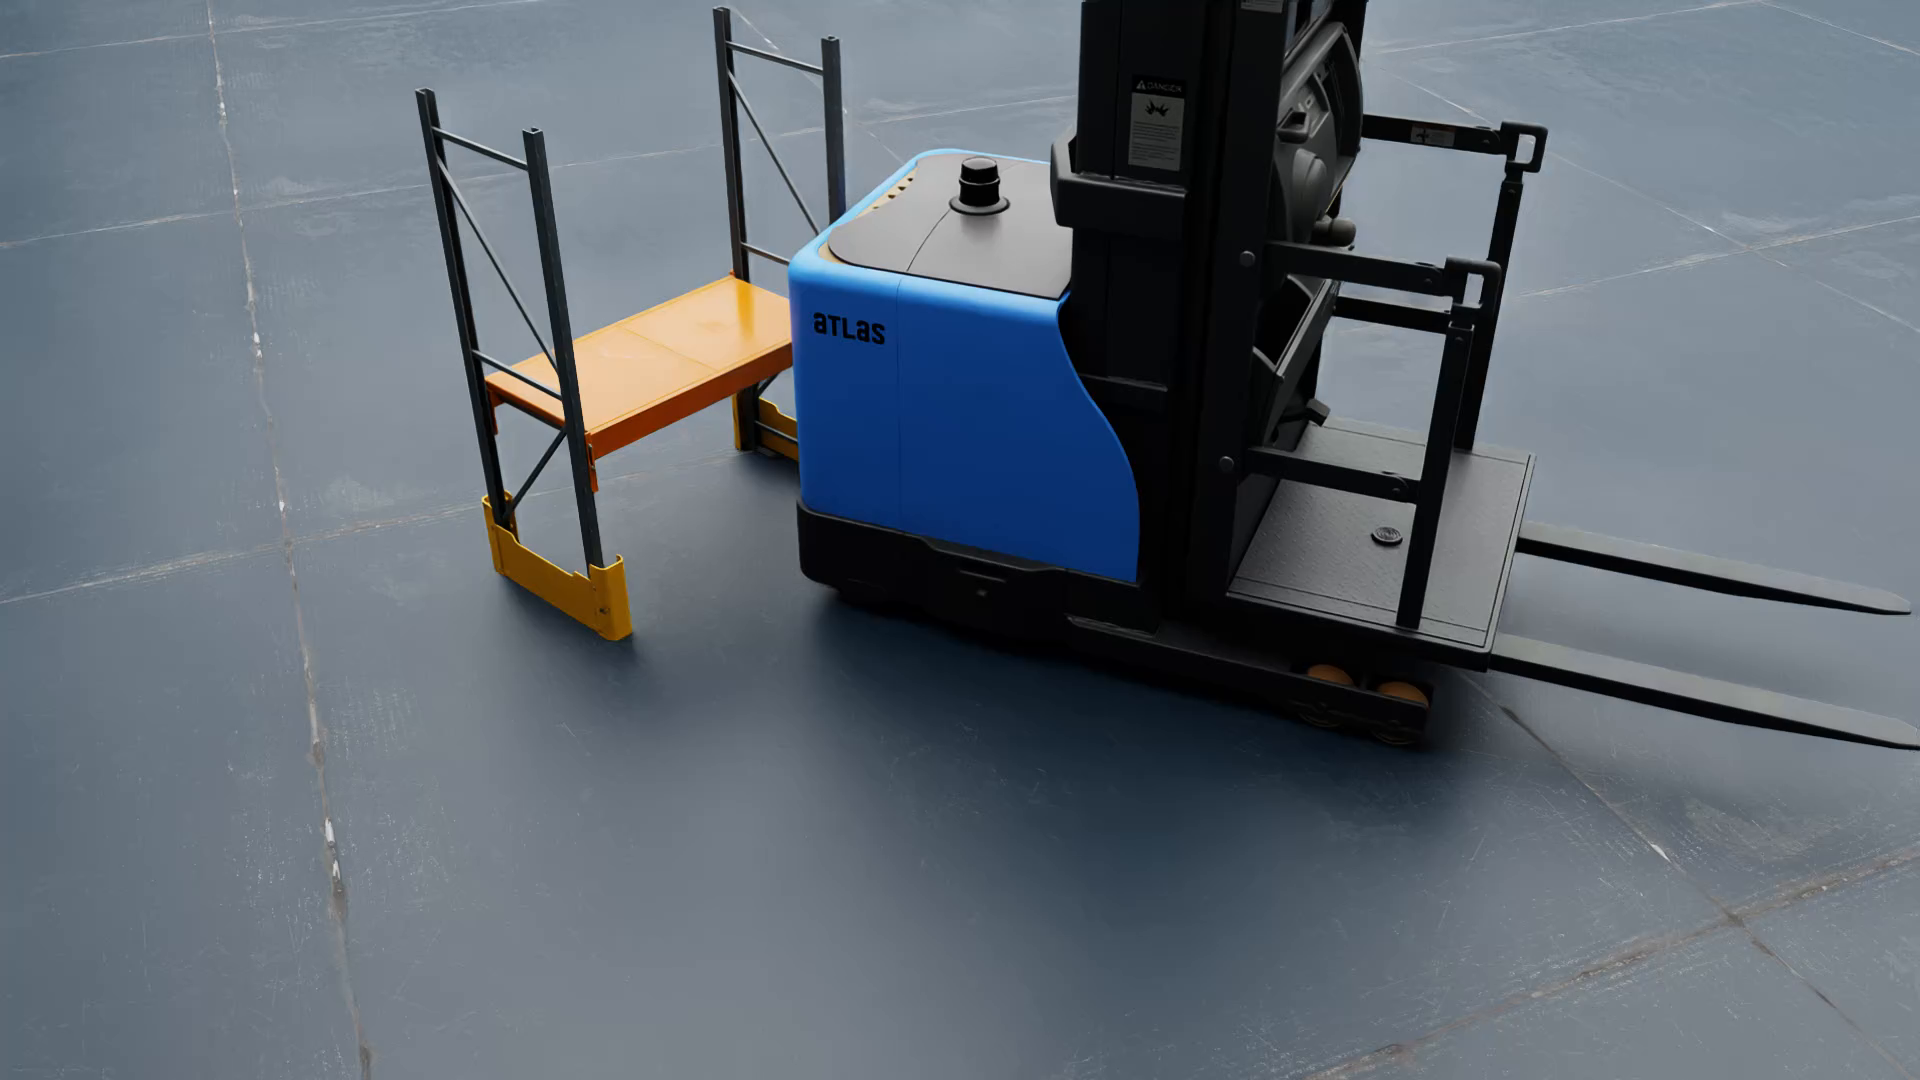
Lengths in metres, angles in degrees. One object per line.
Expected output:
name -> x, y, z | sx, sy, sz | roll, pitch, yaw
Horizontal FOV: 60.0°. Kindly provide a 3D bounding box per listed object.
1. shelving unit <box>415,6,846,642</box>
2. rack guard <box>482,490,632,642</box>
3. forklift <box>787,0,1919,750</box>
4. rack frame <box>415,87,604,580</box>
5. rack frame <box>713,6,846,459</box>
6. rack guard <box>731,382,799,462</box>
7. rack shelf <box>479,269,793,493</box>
shelving unit -> -0.865, -0.657, 4.885 | 0.587, 1.500, 1.083 | 26, 41, 34
rack guard -> -1.193, 0.070, 4.912 | 0.587, 0.250, 0.087 | 26, 41, 34
forklift -> 1.088, -1.015, 4.122 | 3.031, 2.935, 1.130 | 13, 35, 18
rack frame -> -1.206, -0.445, 4.559 | 0.500, 1.500, 0.032 | 26, 41, 34
rack frame -> -0.535, -0.862, 5.200 | 0.500, 1.500, 0.032 | 26, 41, 34
rack guard -> -0.536, -0.338, 5.540 | 0.587, 0.250, 0.087 | 26, 41, 34
rack shelf -> -0.871, -0.503, 4.978 | 0.538, 0.185, 1.000 | 26, 41, 34
